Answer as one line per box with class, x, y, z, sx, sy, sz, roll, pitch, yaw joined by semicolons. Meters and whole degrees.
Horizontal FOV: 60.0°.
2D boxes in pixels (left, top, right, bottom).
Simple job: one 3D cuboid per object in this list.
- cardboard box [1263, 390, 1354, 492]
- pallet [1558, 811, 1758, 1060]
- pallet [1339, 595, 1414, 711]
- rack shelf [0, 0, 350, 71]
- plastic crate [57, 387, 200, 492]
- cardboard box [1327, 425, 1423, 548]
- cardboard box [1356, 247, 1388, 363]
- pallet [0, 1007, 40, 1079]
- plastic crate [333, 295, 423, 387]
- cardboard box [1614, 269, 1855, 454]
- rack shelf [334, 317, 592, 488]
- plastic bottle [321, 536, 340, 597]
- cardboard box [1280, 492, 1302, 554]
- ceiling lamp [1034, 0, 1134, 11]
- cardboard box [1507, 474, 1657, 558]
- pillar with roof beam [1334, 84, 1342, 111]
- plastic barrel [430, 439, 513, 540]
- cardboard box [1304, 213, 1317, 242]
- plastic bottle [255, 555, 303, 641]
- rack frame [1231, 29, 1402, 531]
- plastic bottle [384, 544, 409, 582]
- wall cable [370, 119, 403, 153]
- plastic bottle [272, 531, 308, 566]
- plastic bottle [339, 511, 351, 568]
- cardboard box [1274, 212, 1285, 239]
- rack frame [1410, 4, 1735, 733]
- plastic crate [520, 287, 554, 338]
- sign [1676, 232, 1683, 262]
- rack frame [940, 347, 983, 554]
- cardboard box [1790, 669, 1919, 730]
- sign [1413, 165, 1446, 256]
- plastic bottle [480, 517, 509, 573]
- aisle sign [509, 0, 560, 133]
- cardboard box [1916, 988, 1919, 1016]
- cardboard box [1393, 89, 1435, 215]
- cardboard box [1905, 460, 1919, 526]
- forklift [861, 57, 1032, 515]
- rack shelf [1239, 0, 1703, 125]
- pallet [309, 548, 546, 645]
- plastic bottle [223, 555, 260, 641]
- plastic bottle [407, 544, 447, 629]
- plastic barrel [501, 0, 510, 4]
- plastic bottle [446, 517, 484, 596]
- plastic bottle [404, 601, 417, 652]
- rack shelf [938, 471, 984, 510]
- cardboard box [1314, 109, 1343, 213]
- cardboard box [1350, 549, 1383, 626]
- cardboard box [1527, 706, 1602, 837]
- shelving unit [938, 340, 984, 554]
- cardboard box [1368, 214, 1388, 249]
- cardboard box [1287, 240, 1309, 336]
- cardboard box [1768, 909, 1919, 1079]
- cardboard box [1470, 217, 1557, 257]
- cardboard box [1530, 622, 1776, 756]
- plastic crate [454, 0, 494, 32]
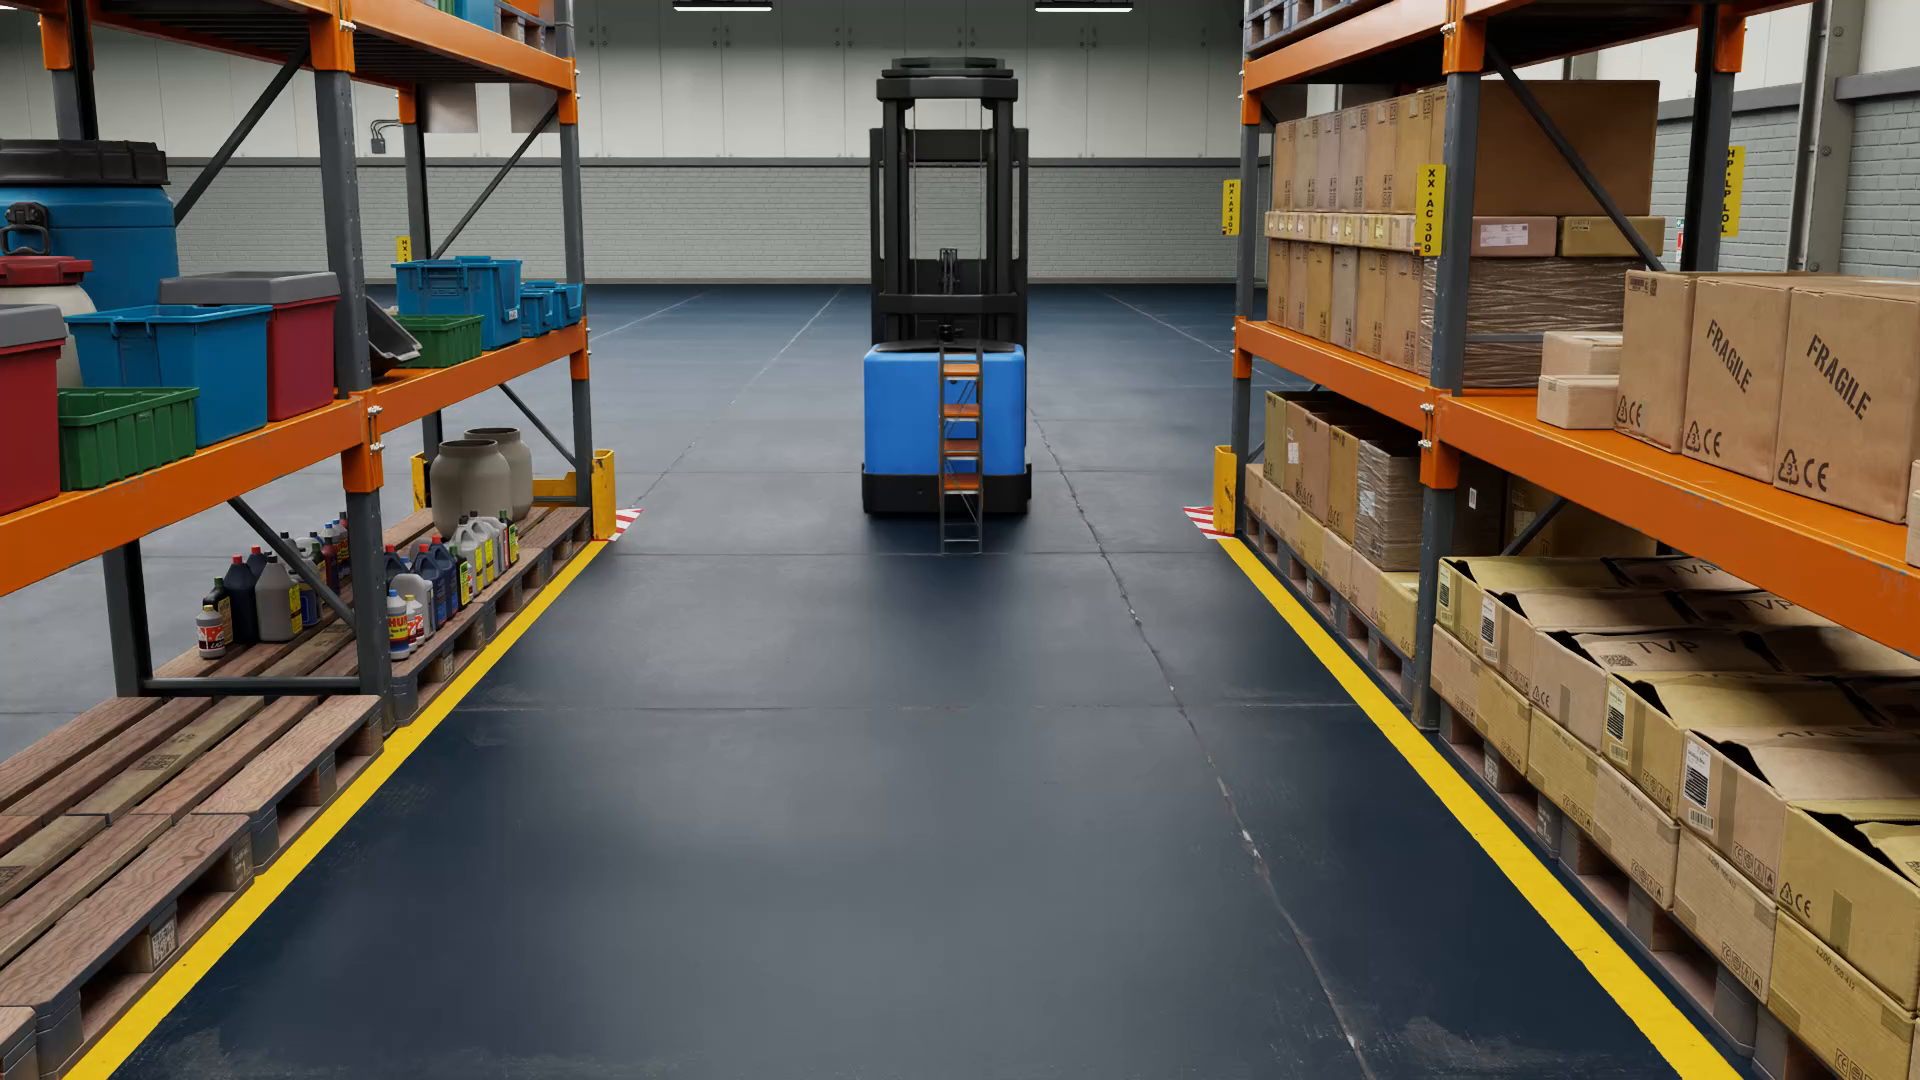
cardboard box;1.987;-0.557;9.232;0.500;0.500;0.500;0;11;-1
pallet;2.351;1.013;4.533;1.003;0.211;1.213;0;11;-1
pallet;2.294;0.466;7.232;1.003;0.211;1.213;0;11;-1
rack shelf;-2.642;-1.443;3.892;1.077;0.370;4.000;0;11;-1
plastic crate;-2.365;-0.274;4.399;0.450;0.188;0.662;0;11;-1
cardboard box;2.028;-0.258;7.762;0.500;0.500;0.500;0;11;-1
cardboard box;2.229;-1.084;7.608;0.700;0.500;0.500;0;11;0
pallet;-2.578;1.285;3.196;1.003;0.211;1.213;0;11;-1
plastic crate;-2.567;-0.797;6.600;0.767;0.338;0.504;0;11;-1
cardboard box;2.279;-0.534;4.896;0.500;0.500;0.500;1;11;3
rack shelf;-2.725;-0.768;8.110;1.077;0.370;4.000;0;11;-1
plastic bottle;-2.889;0.131;7.596;0.061;0.283;0.133;0;11;-1
cardboard box;1.999;-0.090;8.816;0.500;0.250;0.500;0;11;-1
ceiling lamp;2.518;-12.399;33.861;2.000;3.185;0.800;0;11;-1
cardboard box;2.572;-0.062;6.793;0.500;0.500;0.500;0;11;-1
pillar with roof beam;3.218;-9.116;32.362;9.100;9.000;0.400;0;11;-1
plastic barrel;-2.666;-0.275;9.069;0.421;0.512;0.421;0;11;0
cardboard box;2.002;-1.621;8.620;0.380;0.149;0.250;-1;11;-3
plastic bottle;-2.841;0.232;6.926;0.144;0.351;0.185;0;11;-1
rack frame;2.186;-1.538;10.094;1.000;3.000;0.127;0;11;-1
plastic bottle;-2.430;0.198;7.094;0.144;0.351;0.185;0;11;-1
wall cable;-13.342;-12.491;40.442;2.305;6.003;0.169;0;11;-1
plastic bottle;-2.996;0.130;7.428;0.144;0.351;0.185;0;11;-2
plastic bottle;-3.054;0.004;8.219;0.061;0.283;0.133;0;11;0
cardboard box;1.987;-1.773;9.372;0.380;0.149;0.250;-1;11;-3
rack frame;2.269;-0.743;6.175;1.000;3.000;0.127;0;11;-1
plastic crate;-2.449;-1.218;8.892;0.499;0.251;0.408;0;11;-1
sign;7.973;-3.235;18.371;0.001;0.329;0.234;0;11;-1
rack frame;0.008;-0.507;9.539;0.240;1.200;0.015;0;11;-1
cardboard box;2.595;0.506;4.469;0.500;0.311;0.500;0;11;-2
sign;1.714;-1.203;6.068;0.100;0.325;0.005;0;11;-1
plastic bottle;-2.312;0.015;8.187;0.152;0.276;0.135;0;11;-1
aisle sign;-2.471;-2.808;9.816;0.394;0.787;0.004;0;11;-1
cardboard box;2.094;0.816;2.940;0.500;0.311;0.500;0;11;0
cardboard box;2.242;-1.616;6.966;0.700;0.500;0.500;0;11;-1
cardboard box;2.269;-0.078;3.529;0.380;0.149;0.250;1;11;3
forklift;-1.125;-1.707;9.168;3.137;3.703;8.240;0;11;1
rack shelf;2.227;-2.258;7.908;1.077;0.370;4.000;0;11;-1
pallet;-2.684;0.267;8.213;1.003;0.211;1.213;0;11;-1
plastic bottle;-2.985;0.233;6.923;0.144;0.351;0.185;-1;11;-3
plastic bottle;-2.285;0.197;7.097;0.144;0.351;0.185;0;11;0
plastic barrel;-2.616;-3.060;8.525;0.600;0.588;0.600;0;11;0
plastic bottle;-2.298;0.075;7.699;0.144;0.351;0.185;0;11;-2
plastic bottle;-2.254;0.347;6.733;0.097;0.201;0.097;0;11;0
rack shelf;0.003;-0.295;9.830;0.258;0.148;0.480;0;11;-1
cardboard box;2.212;-1.914;8.437;0.700;0.500;0.500;0;11;-1
cardboard box;2.040;0.208;7.347;0.500;0.250;0.500;0;11;-1
cardboard box;2.052;0.685;4.998;0.500;0.250;0.500;-1;11;-3
shelving unit;0.003;-0.555;9.778;0.258;1.200;0.503;0;11;-1
cardboard box;2.030;-1.365;7.360;0.380;0.149;0.250;0;11;-1
cardboard box;2.199;-1.389;9.112;0.700;0.500;0.500;0;11;0
cardboard box;2.082;0.988;3.503;0.500;0.250;0.500;0;11;-2
cardboard box;2.049;-1.163;6.363;0.380;0.149;0.250;0;11;-1
cardboard box;2.045;0.410;4.943;0.500;0.311;0.500;-1;11;-3
plastic crate;-2.426;-2.602;7.839;0.392;0.384;0.575;0;11;-1
